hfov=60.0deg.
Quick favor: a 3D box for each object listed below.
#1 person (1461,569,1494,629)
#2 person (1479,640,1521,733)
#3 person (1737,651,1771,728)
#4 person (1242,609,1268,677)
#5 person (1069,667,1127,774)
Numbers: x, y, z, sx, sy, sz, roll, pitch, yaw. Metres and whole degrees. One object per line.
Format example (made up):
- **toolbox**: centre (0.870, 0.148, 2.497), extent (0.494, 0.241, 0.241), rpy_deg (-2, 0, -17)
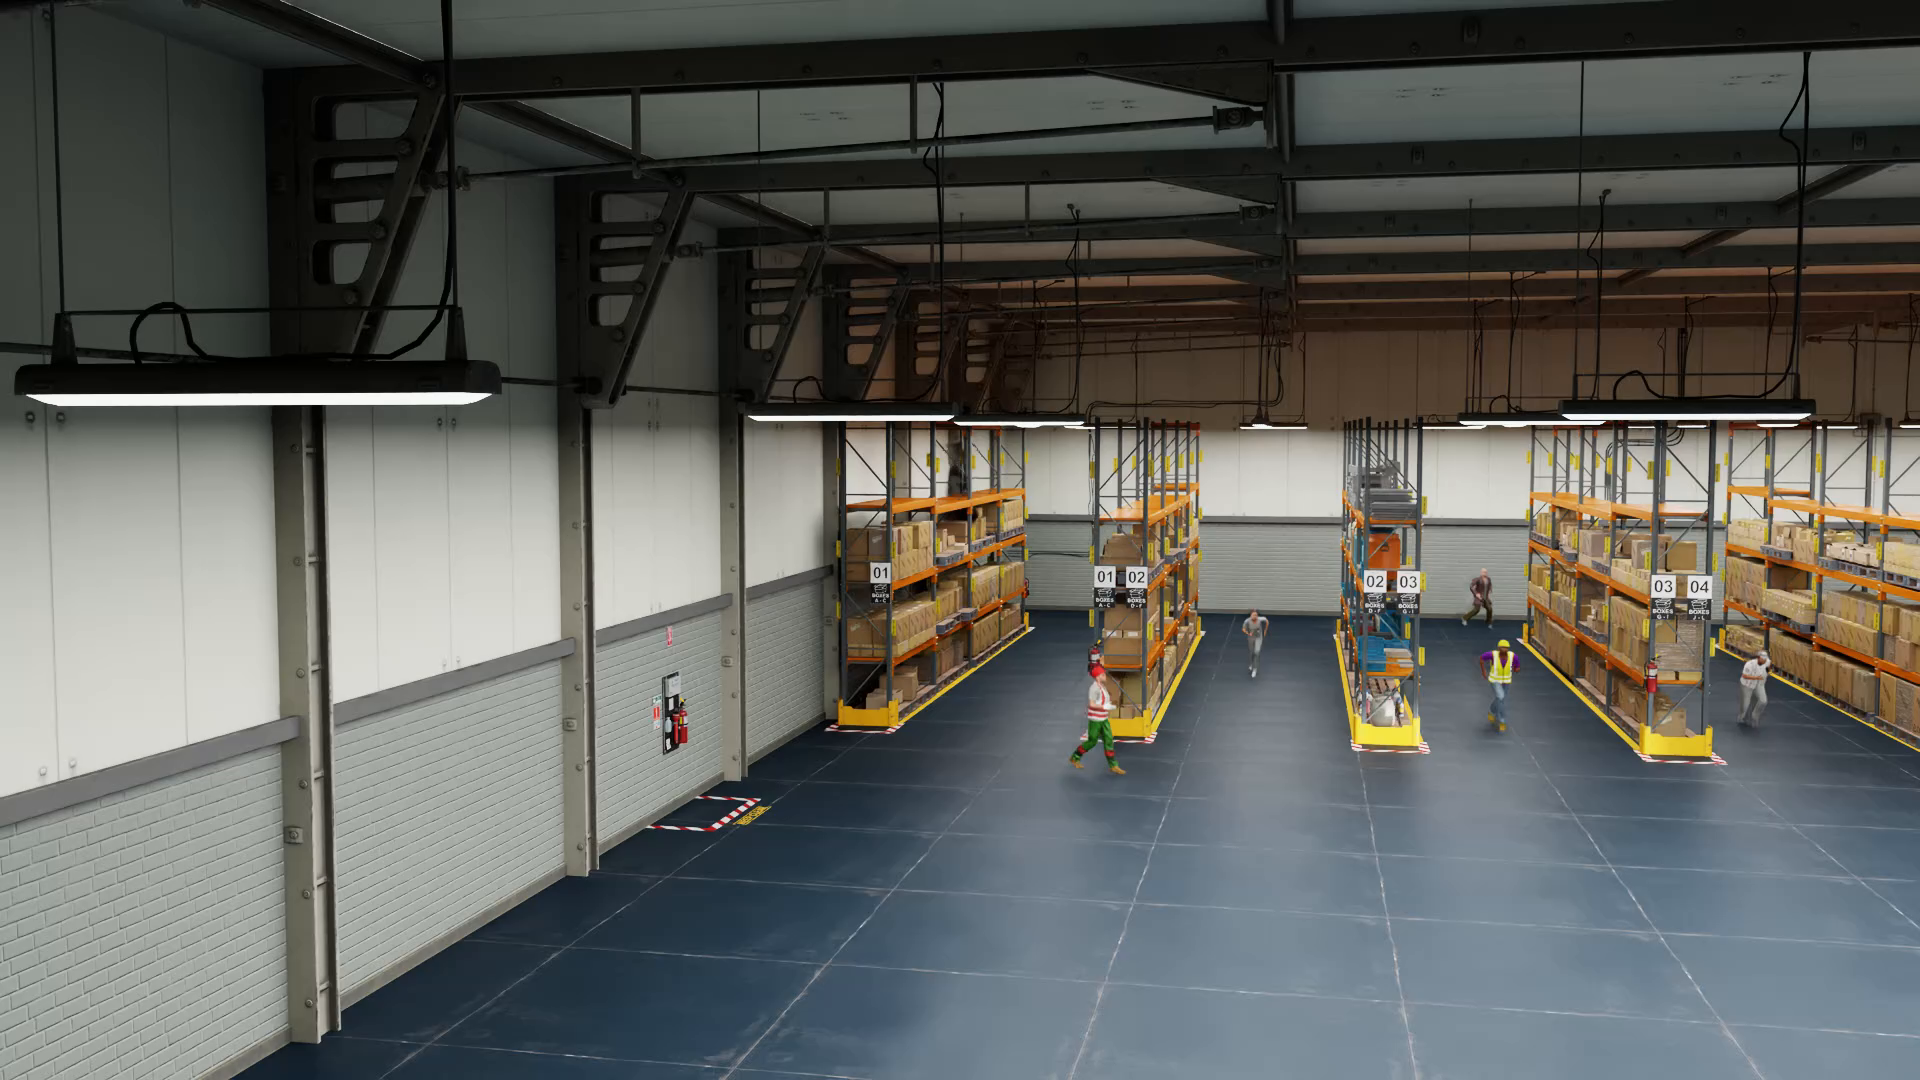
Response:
- **person**: centre (15.229, 1.723, 48.622), extent (0.921, 1.782, 0.739), rpy_deg (-2, 4, -25)
- **person**: centre (10.418, 2.781, 32.142), extent (0.692, 1.776, 0.970), rpy_deg (0, 4, -6)
- **person**: centre (15.420, 2.882, 32.261), extent (0.642, 1.552, 0.949), rpy_deg (0, 4, -2)
- **person**: centre (6.977, 2.403, 39.325), extent (0.606, 1.626, 0.959), rpy_deg (1, 4, 9)
- **person**: centre (2.303, 3.002, 27.727), extent (0.970, 1.788, 0.649), rpy_deg (2, 4, 26)
